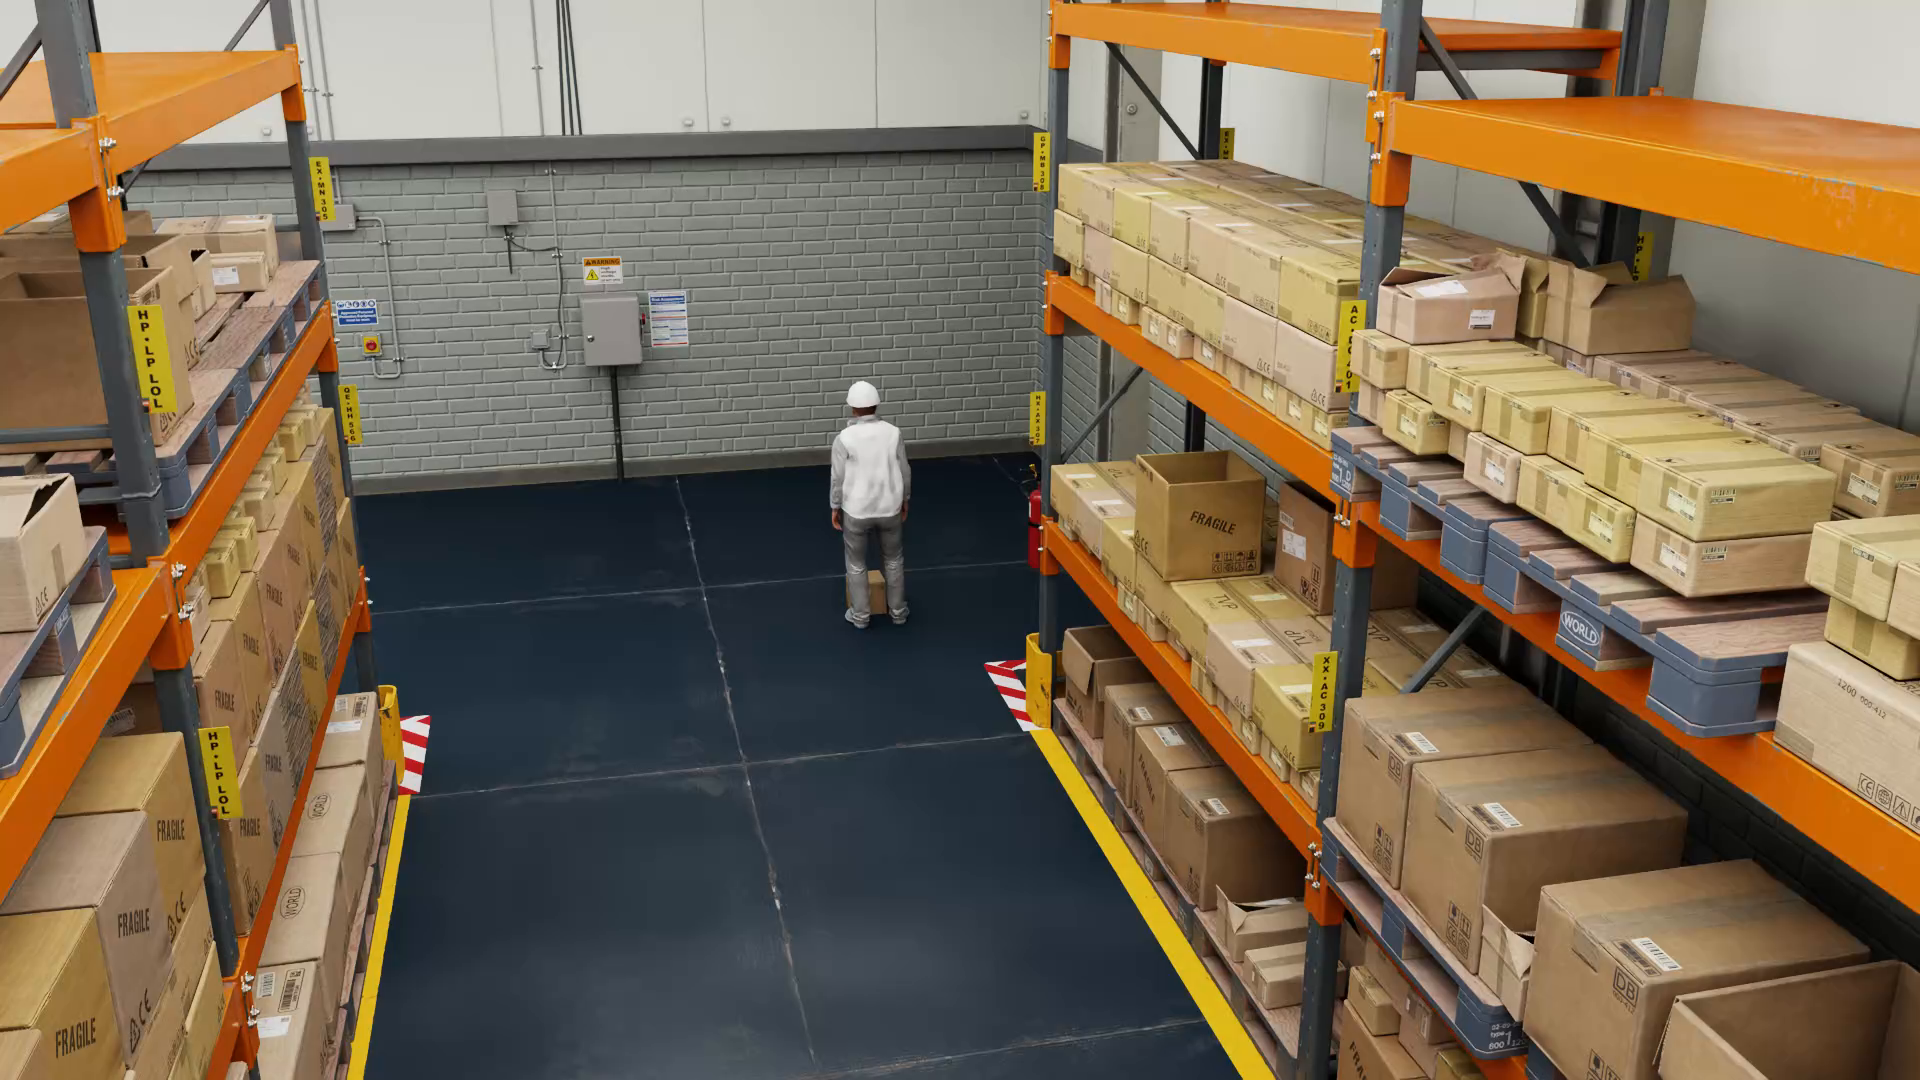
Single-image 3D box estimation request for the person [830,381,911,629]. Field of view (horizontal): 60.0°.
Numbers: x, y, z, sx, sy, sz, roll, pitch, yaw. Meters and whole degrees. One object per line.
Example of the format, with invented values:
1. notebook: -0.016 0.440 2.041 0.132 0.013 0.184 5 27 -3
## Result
1. person: -0.628 -0.241 11.713 0.592 1.771 0.465 -6 20 -16
